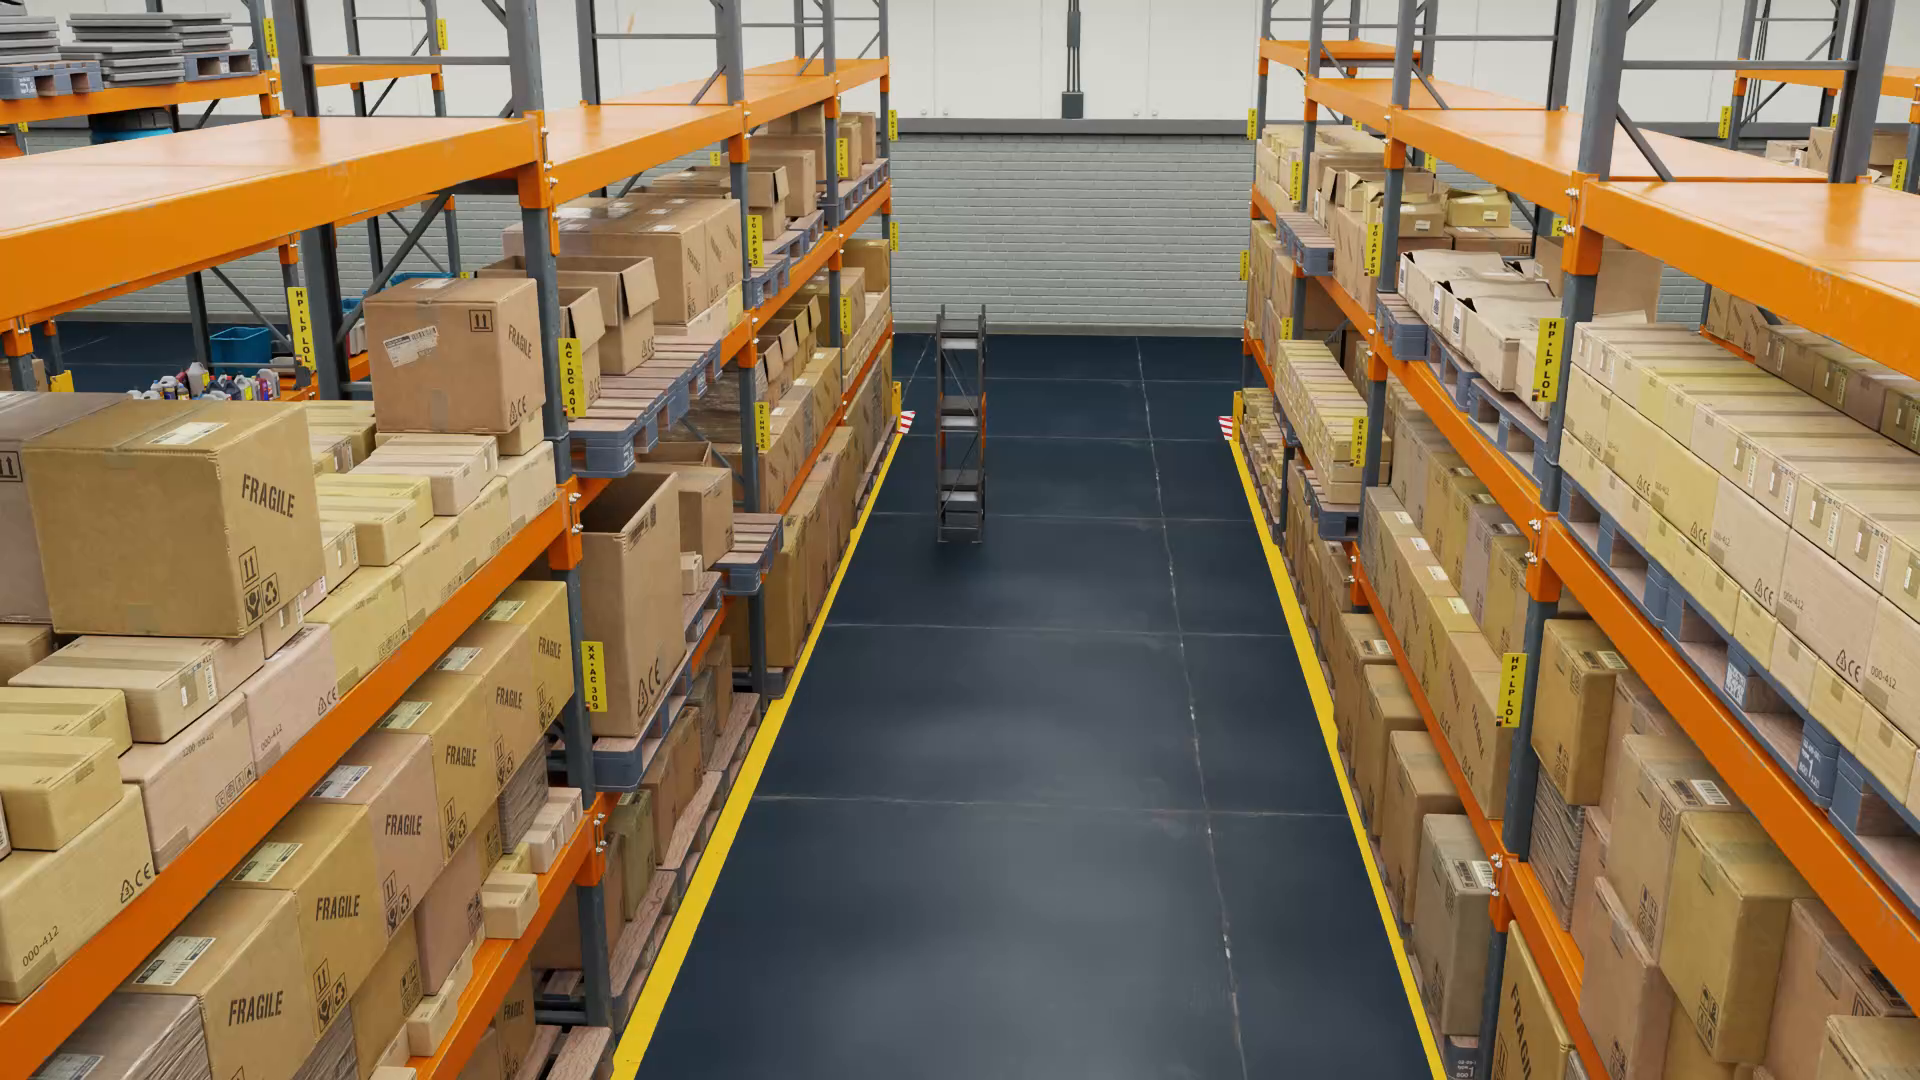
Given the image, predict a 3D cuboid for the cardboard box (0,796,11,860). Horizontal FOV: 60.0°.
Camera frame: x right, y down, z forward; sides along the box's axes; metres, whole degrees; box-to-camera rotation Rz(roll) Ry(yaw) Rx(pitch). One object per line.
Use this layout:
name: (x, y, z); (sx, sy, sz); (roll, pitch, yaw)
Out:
cardboard box: (-2.171, 0.615, 3.339); (0.380, 0.149, 0.250); (1, 18, 4)

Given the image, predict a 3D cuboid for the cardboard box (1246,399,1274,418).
cardboard box: (3.243, -1.397, 17.644); (0.380, 0.149, 0.250); (1, 18, 4)

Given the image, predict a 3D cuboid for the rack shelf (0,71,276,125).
rack shelf: (-6.645, -3.296, 12.656); (1.077, 0.370, 4.000); (1, 18, 4)

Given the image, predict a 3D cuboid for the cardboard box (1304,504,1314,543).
cardboard box: (2.985, -0.167, 13.077); (0.500, 0.250, 0.500); (2, 18, 6)

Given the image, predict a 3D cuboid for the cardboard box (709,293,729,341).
cardboard box: (-1.660, -1.292, 9.800); (0.500, 0.250, 0.500); (1, 18, 4)

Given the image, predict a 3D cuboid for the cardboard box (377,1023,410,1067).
cardboard box: (-2.074, 1.731, 5.554); (0.380, 0.149, 0.250); (1, 18, 4)

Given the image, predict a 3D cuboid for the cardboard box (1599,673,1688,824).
cardboard box: (2.821, 0.842, 5.889); (0.875, 0.550, 0.550); (1, 18, 4)

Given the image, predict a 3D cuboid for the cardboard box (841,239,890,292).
cardboard box: (-1.047, -2.999, 18.146); (0.500, 0.500, 0.500); (2, 18, 5)

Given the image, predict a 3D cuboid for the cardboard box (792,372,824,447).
cardboard box: (-1.395, -1.068, 13.532); (0.500, 0.500, 0.500); (1, 18, 3)

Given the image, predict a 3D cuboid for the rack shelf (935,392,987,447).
rack shelf: (0.012, -1.036, 15.084); (0.431, 0.518, 0.480); (1, 18, 4)

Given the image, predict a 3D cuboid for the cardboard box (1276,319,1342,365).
cardboard box: (3.131, -1.691, 14.956); (0.500, 0.500, 0.500); (1, 18, 4)

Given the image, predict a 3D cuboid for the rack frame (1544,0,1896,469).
rack frame: (2.805, -1.712, 6.023); (1.000, 3.000, 0.127); (1, 18, 4)

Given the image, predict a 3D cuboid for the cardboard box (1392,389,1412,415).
cardboard box: (3.411, -1.014, 12.300); (0.380, 0.149, 0.250); (2, 18, 6)

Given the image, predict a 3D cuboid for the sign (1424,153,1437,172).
sign: (3.932, -3.193, 13.897); (0.100, 0.325, 0.005); (1, 18, 4)

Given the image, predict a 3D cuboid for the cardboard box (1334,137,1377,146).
cardboard box: (3.802, -3.782, 15.956); (0.380, 0.149, 0.250); (1, 18, 2)

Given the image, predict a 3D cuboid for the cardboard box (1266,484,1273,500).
cardboard box: (3.123, -0.482, 15.809); (0.380, 0.149, 0.250); (1, 18, 2)

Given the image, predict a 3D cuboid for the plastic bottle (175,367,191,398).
plastic bottle: (-6.963, -1.397, 14.884); (0.061, 0.283, 0.133); (1, 18, 4)

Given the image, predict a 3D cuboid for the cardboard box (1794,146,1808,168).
cardboard box: (8.453, -3.675, 16.140); (0.500, 0.311, 0.500); (2, 18, 5)

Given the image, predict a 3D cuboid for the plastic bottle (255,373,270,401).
plastic bottle: (-6.179, -1.341, 14.711); (0.061, 0.283, 0.133); (1, 18, 4)

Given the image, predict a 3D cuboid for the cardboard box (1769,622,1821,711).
cardboard box: (2.296, 0.323, 4.199); (0.380, 0.149, 0.250); (1, 18, 4)

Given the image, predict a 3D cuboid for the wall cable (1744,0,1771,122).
wall cable: (12.262, -7.059, 22.281); (2.988, 3.039, 0.133); (1, 18, 4)

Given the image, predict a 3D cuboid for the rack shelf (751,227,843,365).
rack shelf: (-1.705, -1.950, 12.723); (1.077, 0.370, 4.000); (1, 18, 4)

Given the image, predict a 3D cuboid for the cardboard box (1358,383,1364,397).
cardboard box: (3.530, -1.217, 13.877); (0.380, 0.149, 0.250); (1, 18, 4)

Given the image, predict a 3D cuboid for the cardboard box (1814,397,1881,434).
cardboard box: (2.989, -0.288, 5.423); (0.500, 0.250, 0.500); (1, 18, 4)

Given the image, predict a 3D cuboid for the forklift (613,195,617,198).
forklift: (-3.504, -1.760, 15.915); (3.031, 2.935, 1.130); (-6, 19, -18)

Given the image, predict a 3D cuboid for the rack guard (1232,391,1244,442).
rack guard: (3.660, -1.377, 18.648); (1.175, 0.500, 0.348); (1, 18, 4)

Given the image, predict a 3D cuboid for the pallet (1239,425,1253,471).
pallet: (3.566, -0.988, 17.926); (1.003, 0.211, 1.213); (1, 18, 4)

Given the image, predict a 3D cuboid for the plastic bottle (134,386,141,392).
plastic bottle: (-7.017, -1.163, 14.169); (0.061, 0.283, 0.133); (1, 18, 4)

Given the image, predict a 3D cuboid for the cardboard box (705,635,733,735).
cardboard box: (-1.876, 0.942, 10.867); (0.700, 0.500, 0.500); (0, 18, 1)

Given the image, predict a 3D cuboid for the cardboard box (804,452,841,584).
cardboard box: (-1.651, -0.201, 13.784); (1.225, 0.875, 0.875); (1, 18, 2)

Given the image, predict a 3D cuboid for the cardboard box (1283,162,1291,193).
cardboard box: (3.207, -3.248, 14.966); (0.500, 0.250, 0.500); (1, 18, 2)

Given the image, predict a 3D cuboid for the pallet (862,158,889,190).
pallet: (-1.317, -3.883, 17.608); (1.003, 0.211, 1.213); (1, 18, 4)

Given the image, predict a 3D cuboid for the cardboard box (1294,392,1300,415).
cardboard box: (2.802, -1.048, 12.881); (0.380, 0.149, 0.250); (1, 18, 3)

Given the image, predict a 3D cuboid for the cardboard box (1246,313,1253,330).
cardboard box: (3.315, -2.375, 18.086); (0.380, 0.149, 0.250); (1, 18, 3)

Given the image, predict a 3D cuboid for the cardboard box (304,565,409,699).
cardboard box: (-2.027, 0.265, 5.047); (0.500, 0.250, 0.500); (2, 18, 6)

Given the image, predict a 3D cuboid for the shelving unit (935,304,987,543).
shelving unit: (0.012, -1.049, 15.080); (0.431, 2.100, 0.503); (1, 18, 4)

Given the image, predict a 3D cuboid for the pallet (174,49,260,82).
pallet: (-6.530, -3.912, 13.682); (1.003, 0.211, 1.213); (1, 18, 4)

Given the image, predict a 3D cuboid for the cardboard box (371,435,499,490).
cardboard box: (-1.912, -0.279, 6.067); (0.380, 0.149, 0.250); (0, 18, 1)

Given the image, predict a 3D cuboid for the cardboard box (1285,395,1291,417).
cardboard box: (2.837, -1.072, 13.434); (0.380, 0.149, 0.250); (1, 18, 4)

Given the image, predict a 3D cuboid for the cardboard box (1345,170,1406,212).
cardboard box: (2.933, -2.472, 11.768); (0.396, 0.266, 0.258); (1, 18, 4)

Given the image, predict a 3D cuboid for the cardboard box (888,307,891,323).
cardboard box: (-0.972, -2.493, 18.444); (0.380, 0.149, 0.250); (2, 18, 5)

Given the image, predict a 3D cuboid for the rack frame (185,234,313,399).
rack frame: (-6.502, -1.598, 15.311); (1.000, 3.000, 0.127); (1, 18, 4)

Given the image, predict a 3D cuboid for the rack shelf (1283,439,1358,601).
rack shelf: (3.235, -0.383, 12.756); (1.077, 0.370, 4.000); (1, 18, 4)

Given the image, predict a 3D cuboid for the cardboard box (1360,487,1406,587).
cardboard box: (2.790, -0.018, 10.326); (0.500, 0.500, 0.500); (1, 18, 5)

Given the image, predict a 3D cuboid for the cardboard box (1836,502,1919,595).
cardboard box: (2.278, 0.022, 3.837); (0.380, 0.149, 0.250); (1, 18, 4)

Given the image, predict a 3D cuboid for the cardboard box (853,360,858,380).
cardboard box: (-1.171, -1.616, 15.769); (0.380, 0.149, 0.250); (2, 18, 6)

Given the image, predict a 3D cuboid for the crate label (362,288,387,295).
crate label: (-6.561, -2.720, 18.908); (0.416, 0.233, 0.303); (1, 18, 4)

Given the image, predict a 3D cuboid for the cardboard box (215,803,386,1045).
cardboard box: (-2.033, 1.100, 4.832); (0.500, 0.500, 0.500); (1, 18, 4)

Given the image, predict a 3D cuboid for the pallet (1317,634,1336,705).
pallet: (3.149, 0.979, 11.923); (1.003, 0.211, 1.213); (1, 18, 4)

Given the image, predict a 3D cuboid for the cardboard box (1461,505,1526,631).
cardboard box: (2.906, 0.145, 8.224); (0.700, 0.500, 0.500); (1, 18, 4)

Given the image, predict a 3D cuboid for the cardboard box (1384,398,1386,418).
cardboard box: (3.456, -1.030, 12.827); (0.380, 0.149, 0.250); (1, 18, 4)

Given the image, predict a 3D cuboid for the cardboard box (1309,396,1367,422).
cardboard box: (2.747, -0.946, 12.093); (0.380, 0.149, 0.250); (1, 18, 4)

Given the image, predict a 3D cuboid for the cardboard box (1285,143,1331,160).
cardboard box: (3.195, -3.554, 15.260); (0.380, 0.149, 0.250); (1, 18, 2)

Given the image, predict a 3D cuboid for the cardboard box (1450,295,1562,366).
cardboard box: (2.711, -1.041, 8.099); (0.500, 0.311, 0.500); (1, 18, 2)

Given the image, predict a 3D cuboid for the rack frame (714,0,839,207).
rack frame: (-1.561, -4.339, 14.039); (1.000, 3.000, 0.127); (1, 18, 4)

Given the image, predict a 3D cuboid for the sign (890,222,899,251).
sign: (-0.734, -3.377, 18.498); (0.100, 0.325, 0.005); (1, 18, 4)

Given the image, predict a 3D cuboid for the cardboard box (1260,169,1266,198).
cardboard box: (3.336, -3.645, 16.981); (0.500, 0.250, 0.500); (2, 18, 6)
